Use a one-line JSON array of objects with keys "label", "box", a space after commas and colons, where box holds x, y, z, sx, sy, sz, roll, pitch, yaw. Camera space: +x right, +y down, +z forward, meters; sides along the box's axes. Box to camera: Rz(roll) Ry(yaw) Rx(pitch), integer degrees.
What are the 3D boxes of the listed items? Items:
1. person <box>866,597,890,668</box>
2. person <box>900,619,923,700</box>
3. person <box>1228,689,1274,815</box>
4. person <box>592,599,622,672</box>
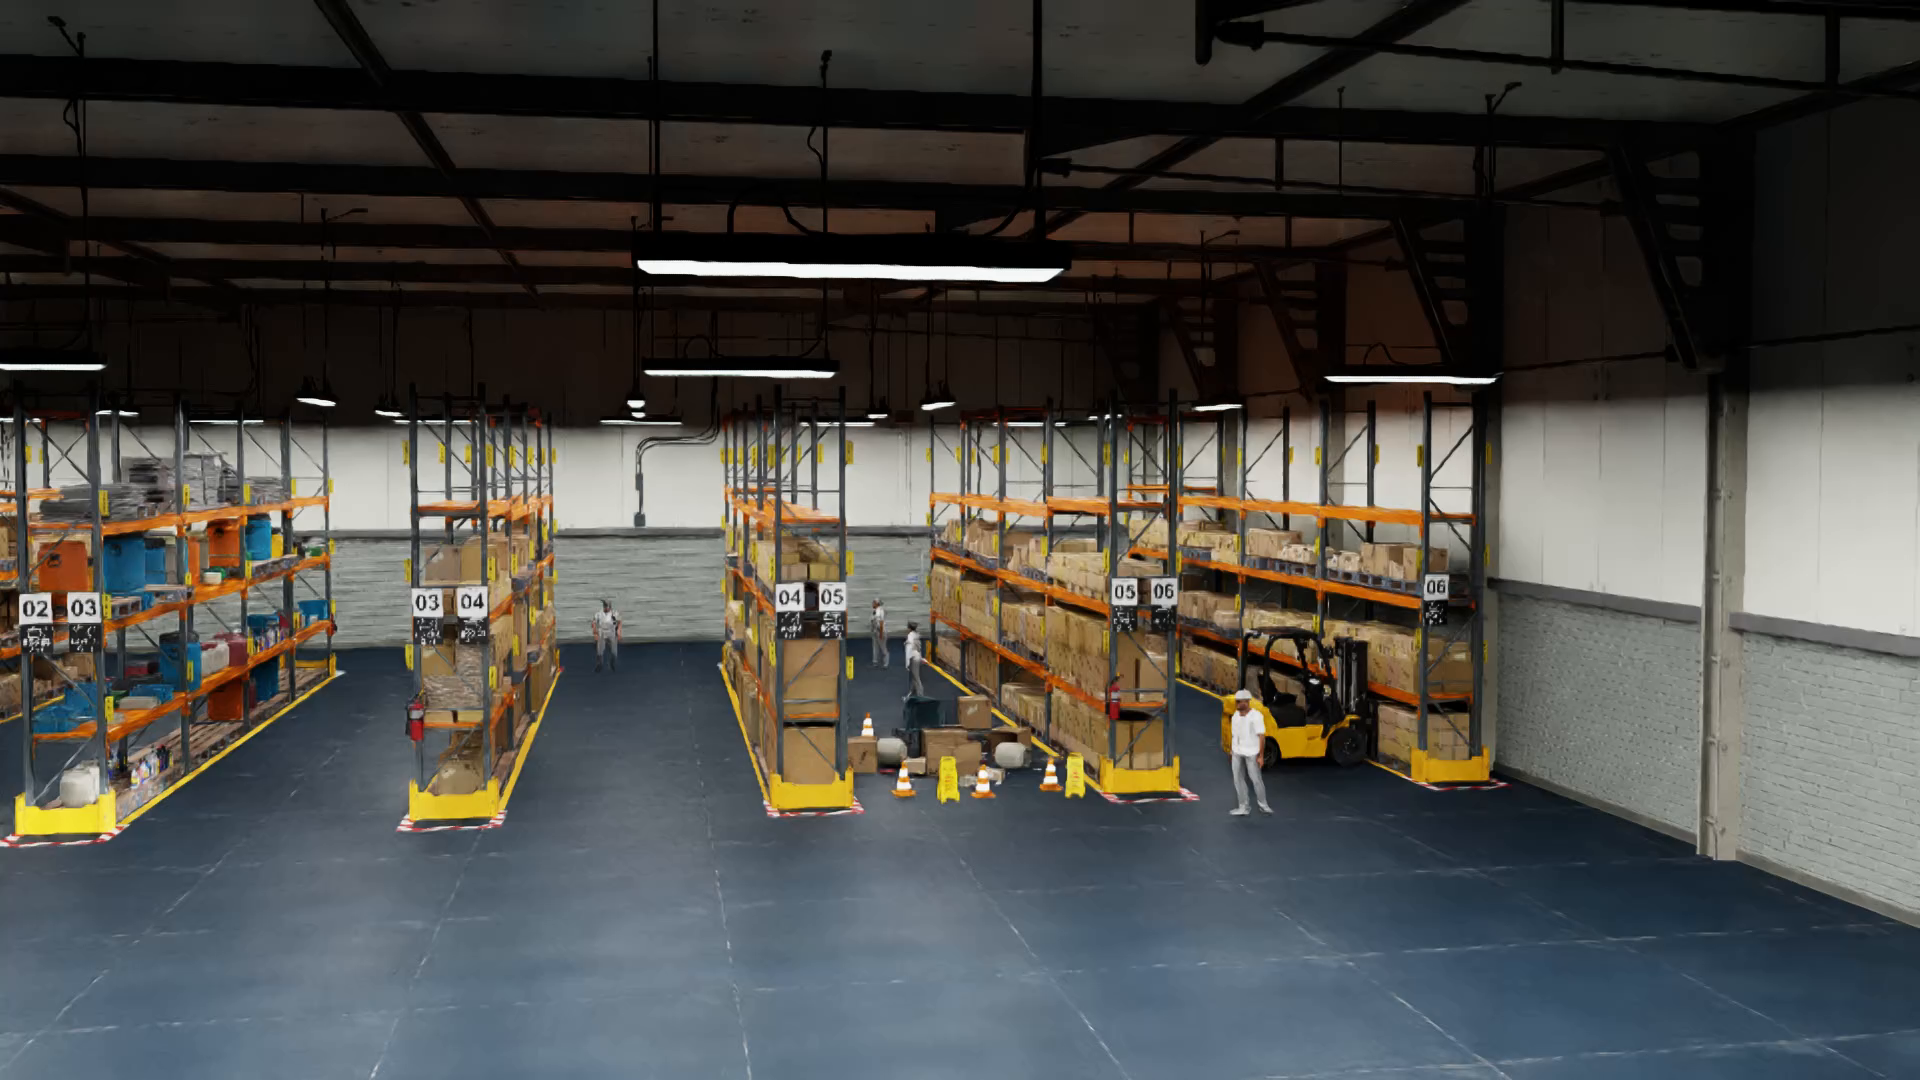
[{"label": "person", "box": [-1.923, 2.177, 39.308, 0.497, 1.660, 0.608, -1, 3, -16]}, {"label": "person", "box": [-0.978, 2.446, 33.707, 0.543, 1.662, 0.580, 1, 3, 13]}, {"label": "person", "box": [4.036, 2.956, 23.216, 0.540, 1.759, 0.658, -2, 4, -39]}, {"label": "person", "box": [-8.161, 2.205, 38.452, 0.682, 1.711, 0.542, -1, 3, -12]}]
